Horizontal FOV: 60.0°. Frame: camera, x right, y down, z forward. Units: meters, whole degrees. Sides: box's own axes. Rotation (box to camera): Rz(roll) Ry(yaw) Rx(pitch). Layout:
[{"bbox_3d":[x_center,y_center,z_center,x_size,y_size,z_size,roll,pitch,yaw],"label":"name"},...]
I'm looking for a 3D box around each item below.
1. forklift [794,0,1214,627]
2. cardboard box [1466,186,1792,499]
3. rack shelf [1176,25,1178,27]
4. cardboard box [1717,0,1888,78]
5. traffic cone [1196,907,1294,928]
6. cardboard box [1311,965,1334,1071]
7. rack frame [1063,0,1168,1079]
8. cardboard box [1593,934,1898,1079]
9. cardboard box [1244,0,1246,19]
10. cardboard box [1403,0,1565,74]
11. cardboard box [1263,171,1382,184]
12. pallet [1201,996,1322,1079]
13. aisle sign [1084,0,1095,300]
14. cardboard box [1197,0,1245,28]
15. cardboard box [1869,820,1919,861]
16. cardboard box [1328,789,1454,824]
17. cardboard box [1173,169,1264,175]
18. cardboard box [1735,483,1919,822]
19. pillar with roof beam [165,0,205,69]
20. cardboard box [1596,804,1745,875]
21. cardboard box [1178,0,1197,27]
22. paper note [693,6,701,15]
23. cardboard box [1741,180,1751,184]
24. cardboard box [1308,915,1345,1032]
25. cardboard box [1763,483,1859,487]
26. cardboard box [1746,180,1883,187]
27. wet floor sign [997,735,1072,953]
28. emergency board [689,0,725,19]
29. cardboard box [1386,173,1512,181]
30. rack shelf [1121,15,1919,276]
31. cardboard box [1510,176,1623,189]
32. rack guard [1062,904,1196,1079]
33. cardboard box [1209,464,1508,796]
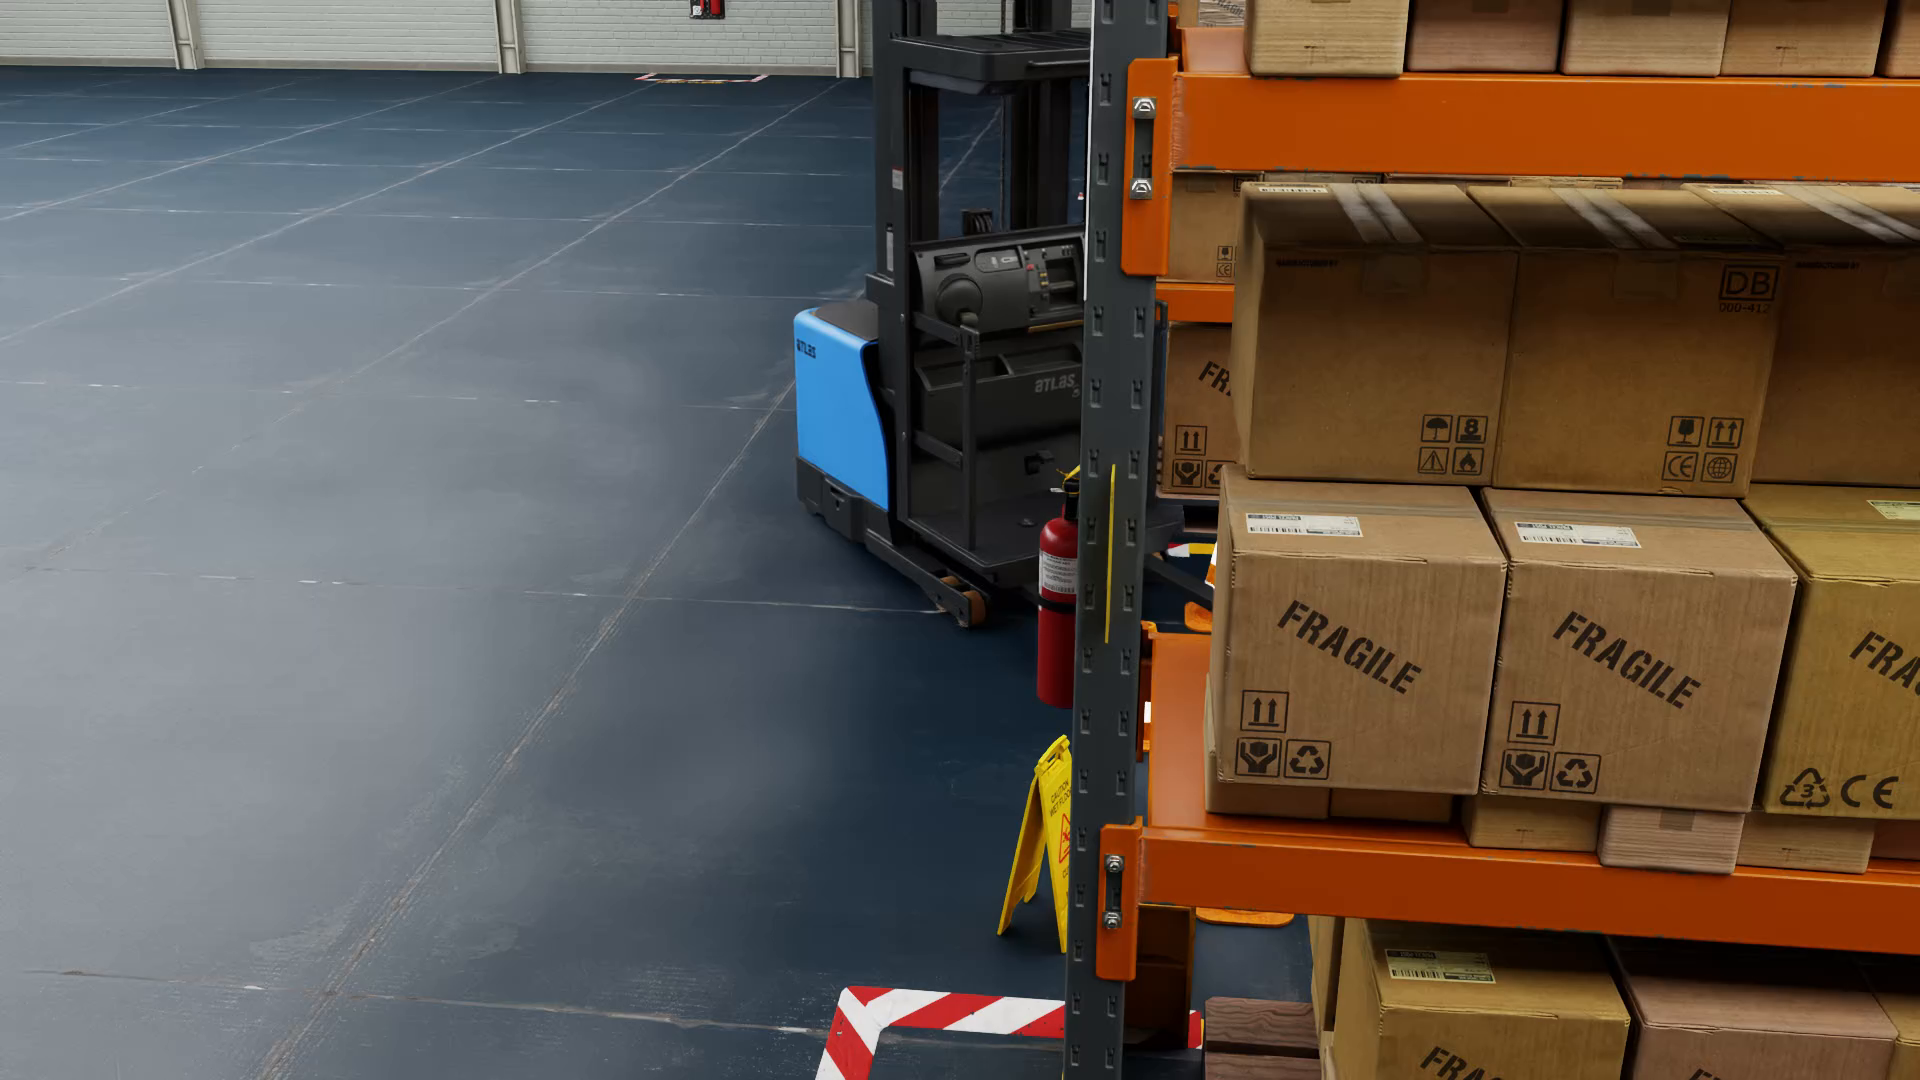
[{"bbox_3d":[0.327,-1.165,7.401,1.130,2.935,3.031,-13,25,-29],"label":"forklift"},{"bbox_3d":[1.380,-0.452,3.602,0.500,0.500,0.700,3,22,7],"label":"cardboard box"},{"bbox_3d":[4.667,-6.583,21.989,4.000,0.370,1.077,2,22,6],"label":"rack shelf"},{"bbox_3d":[1.415,-0.910,2.923,0.250,0.149,0.380,2,22,6],"label":"cardboard box"},{"bbox_3d":[0.924,0.958,5.386,0.334,0.463,0.336,2,22,6],"label":"traffic cone"},{"bbox_3d":[1.203,1.252,4.361,0.500,0.250,0.500,2,22,6],"label":"cardboard box"},{"bbox_3d":[0.345,0.231,3.776,0.127,3.000,1.000,2,22,6],"label":"rack frame"},{"bbox_3d":[1.657,1.123,3.667,0.500,0.500,0.500,2,22,4],"label":"cardboard box"},{"bbox_3d":[0.732,-1.134,3.490,0.250,0.149,0.380,3,22,7],"label":"cardboard box"},{"bbox_3d":[0.908,-0.935,2.988,0.250,0.149,0.380,2,22,5],"label":"cardboard box"},{"bbox_3d":[1.750,-1.635,8.292,0.550,0.550,0.875,2,22,6],"label":"cardboard box"},{"bbox_3d":[1.223,1.579,4.158,1.213,0.211,1.003,2,22,6],"label":"pallet"},{"bbox_3d":[0.247,-0.867,3.018,0.004,0.787,0.394,2,22,6],"label":"aisle sign"},{"bbox_3d":[2.025,-3.914,12.359,0.500,0.500,0.500,2,22,6],"label":"cardboard box"},{"bbox_3d":[1.941,0.501,3.434,0.250,0.149,0.380,3,22,8],"label":"cardboard box"},{"bbox_3d":[0.911,0.444,3.579,0.250,0.149,0.380,3,22,7],"label":"cardboard box"},{"bbox_3d":[1.191,-2.122,8.055,0.550,0.550,0.875,2,22,6],"label":"cardboard box"},{"bbox_3d":[1.804,0.211,3.286,0.500,0.500,0.500,2,22,5],"label":"cardboard box"},{"bbox_3d":[-14.324,-11.095,24.264,0.400,9.000,9.100,2,22,6],"label":"pillar with roof beam"},{"bbox_3d":[1.411,0.513,3.405,0.250,0.149,0.380,3,22,7],"label":"cardboard box"},{"bbox_3d":[3.143,-7.025,21.994,0.500,0.500,0.700,3,22,6],"label":"cardboard box"},{"bbox_3d":[-4.518,-9.102,28.580,0.142,0.148,0.016,2,22,6],"label":"paper note"},{"bbox_3d":[3.883,-1.504,7.961,0.550,0.550,0.875,2,22,6],"label":"cardboard box"},{"bbox_3d":[1.171,0.905,4.219,0.500,0.500,0.500,3,22,7],"label":"cardboard box"},{"bbox_3d":[1.910,0.015,3.781,0.500,0.500,0.500,2,22,6],"label":"cardboard box"},{"bbox_3d":[3.877,-1.989,7.719,0.550,0.550,0.875,2,22,6],"label":"cardboard box"},{"bbox_3d":[0.282,0.927,5.217,0.232,0.644,0.267,11,24,25],"label":"wet floor sign"},{"bbox_3d":[-4.351,-9.479,28.335,0.643,1.169,0.194,2,22,6],"label":"emergency board"},{"bbox_3d":[2.288,-2.058,7.894,0.550,0.550,0.875,2,22,6],"label":"cardboard box"},{"bbox_3d":[2.331,-0.743,3.137,4.000,0.370,1.077,2,22,6],"label":"rack shelf"},{"bbox_3d":[2.822,-1.557,8.095,0.500,0.550,0.875,2,22,6],"label":"cardboard box"},{"bbox_3d":[0.421,1.397,4.227,0.348,0.500,1.175,2,22,6],"label":"rack guard"},{"bbox_3d":[0.783,0.168,3.395,0.500,0.500,0.500,2,22,5],"label":"cardboard box"}]
